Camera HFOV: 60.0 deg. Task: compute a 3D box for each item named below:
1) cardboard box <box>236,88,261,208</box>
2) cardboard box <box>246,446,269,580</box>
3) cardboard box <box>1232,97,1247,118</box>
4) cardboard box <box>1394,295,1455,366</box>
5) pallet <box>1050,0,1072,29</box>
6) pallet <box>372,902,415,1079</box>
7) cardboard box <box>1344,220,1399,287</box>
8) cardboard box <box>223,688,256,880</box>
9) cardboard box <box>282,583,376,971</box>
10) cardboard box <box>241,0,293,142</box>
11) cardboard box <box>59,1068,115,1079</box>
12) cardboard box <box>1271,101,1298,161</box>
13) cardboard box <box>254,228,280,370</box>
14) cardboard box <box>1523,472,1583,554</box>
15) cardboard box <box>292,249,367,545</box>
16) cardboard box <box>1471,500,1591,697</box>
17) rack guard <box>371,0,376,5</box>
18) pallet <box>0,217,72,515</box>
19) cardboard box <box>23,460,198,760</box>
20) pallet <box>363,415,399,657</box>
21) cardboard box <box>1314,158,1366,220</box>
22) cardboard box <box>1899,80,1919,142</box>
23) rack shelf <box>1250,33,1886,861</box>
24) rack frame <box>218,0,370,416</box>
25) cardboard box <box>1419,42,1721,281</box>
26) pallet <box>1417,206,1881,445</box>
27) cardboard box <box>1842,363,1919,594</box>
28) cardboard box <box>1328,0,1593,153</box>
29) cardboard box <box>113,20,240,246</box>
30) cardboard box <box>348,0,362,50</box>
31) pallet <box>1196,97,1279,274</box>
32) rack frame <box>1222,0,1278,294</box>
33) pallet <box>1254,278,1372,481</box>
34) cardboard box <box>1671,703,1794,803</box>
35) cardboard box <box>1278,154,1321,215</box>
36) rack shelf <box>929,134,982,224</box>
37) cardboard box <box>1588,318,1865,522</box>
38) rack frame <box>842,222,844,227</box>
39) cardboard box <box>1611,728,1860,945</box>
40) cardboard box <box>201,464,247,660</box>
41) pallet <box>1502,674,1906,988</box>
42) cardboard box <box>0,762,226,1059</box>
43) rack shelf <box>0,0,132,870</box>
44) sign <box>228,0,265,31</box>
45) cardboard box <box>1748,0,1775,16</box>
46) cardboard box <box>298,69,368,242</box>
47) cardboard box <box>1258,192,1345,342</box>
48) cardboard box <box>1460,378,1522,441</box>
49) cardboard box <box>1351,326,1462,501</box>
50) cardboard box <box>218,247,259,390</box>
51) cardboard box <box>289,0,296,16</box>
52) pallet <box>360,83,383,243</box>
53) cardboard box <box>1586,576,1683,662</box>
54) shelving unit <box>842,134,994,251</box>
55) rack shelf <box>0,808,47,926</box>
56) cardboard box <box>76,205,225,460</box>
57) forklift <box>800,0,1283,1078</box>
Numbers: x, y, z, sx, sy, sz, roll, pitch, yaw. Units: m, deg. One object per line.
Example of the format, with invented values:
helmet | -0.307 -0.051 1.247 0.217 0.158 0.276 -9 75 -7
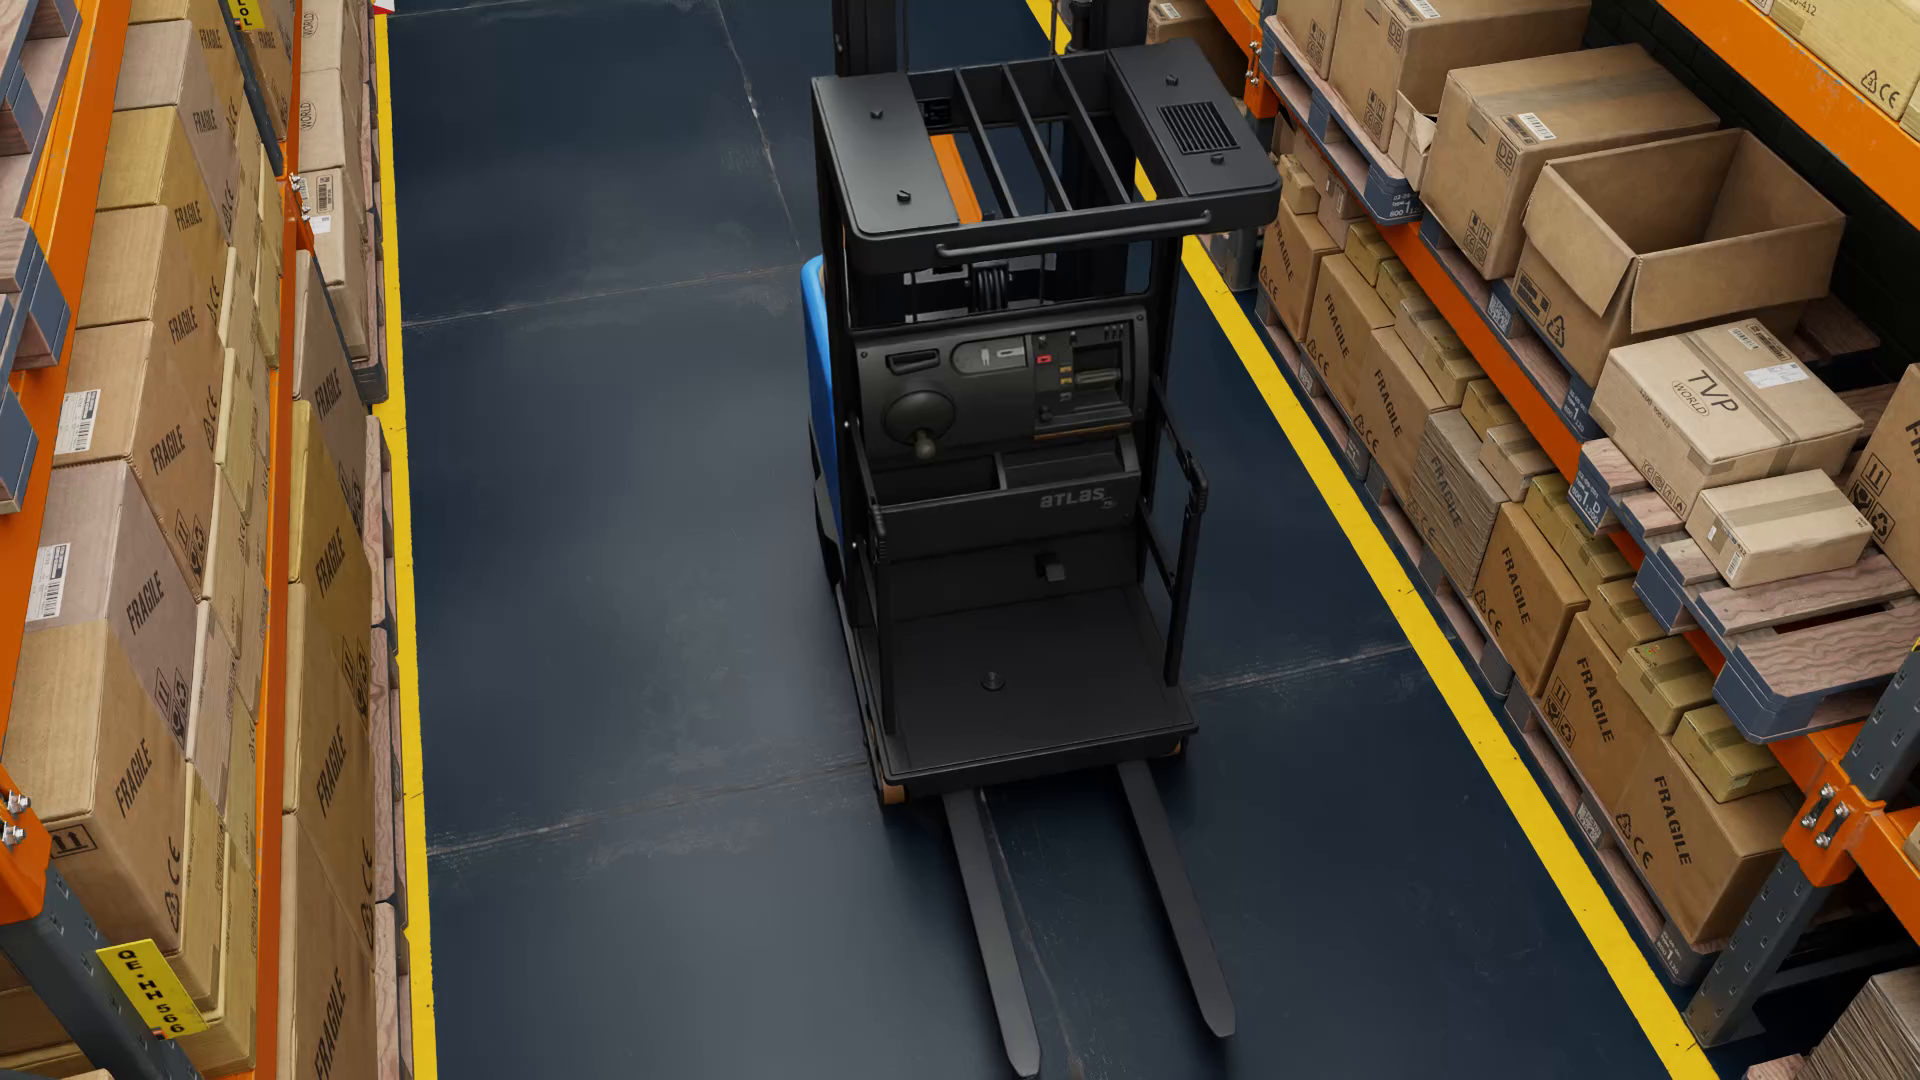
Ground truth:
cardboard box | -2.690 -1.305 5.684 0.500 0.250 0.500 -11 47 -10
cardboard box | -2.303 -0.067 4.820 0.500 0.250 0.500 -11 47 -10
cardboard box | 1.241 -2.120 8.348 0.396 0.266 0.258 -9 46 -9
cardboard box | 1.927 -0.837 6.472 0.380 0.149 0.250 -11 47 -10
pallet | 0.959 -3.535 10.067 1.003 0.211 1.213 -11 47 -10
pallet | -2.143 1.737 4.900 1.003 0.211 1.213 -11 47 -10
cardboard box | 1.816 -1.203 6.831 0.380 0.149 0.250 -13 47 -12
cardboard box | -2.045 0.637 4.131 0.500 0.250 0.500 -12 47 -11
cardboard box | -2.335 0.807 5.052 0.875 0.875 0.875 -10 46 -10
cardboard box | -2.905 -1.849 6.392 0.500 0.500 0.500 -9 46 -9
cardboard box | -1.629 1.296 2.807 0.500 0.500 0.500 -12 47 -11
cardboard box | 1.818 -2.058 8.255 0.500 0.311 0.500 -9 46 -9
cardboard box | -2.551 -0.775 5.514 0.500 0.250 0.500 -11 47 -11
cardboard box | 2.199 -0.120 5.769 0.380 0.149 0.250 -11 47 -11
cardboard box | -2.802 -0.432 6.267 0.875 0.875 0.875 -9 46 -9
cardboard box | 2.212 0.176 5.933 0.500 0.500 0.500 -9 46 -9
rack guard | -4.068 -3.346 9.679 1.175 0.500 0.348 -11 47 -10
pallet | -2.230 -0.099 2.779 1.213 0.211 1.003 -9 46 -8
cardboard box | -2.041 0.208 3.676 0.500 0.500 0.500 -11 47 -10
pallet | -2.768 0.052 6.551 1.003 0.211 1.213 -11 47 -10
cardboard box | 1.706 -1.489 6.903 0.380 0.149 0.250 -13 47 -12
cardboard box | 2.417 -0.898 3.535 0.500 0.250 0.500 -12 47 -12
rack shelf | 2.271 -0.720 5.859 1.077 0.370 4.000 -11 47 -10
rack frame | -3.038 -1.442 6.063 1.000 3.000 0.127 -11 47 -10
cardboard box | 2.000 -1.260 5.521 0.700 0.500 0.500 -11 47 -11
pallet | 2.281 -0.866 5.632 1.003 0.211 1.213 -11 47 -10
cardboard box | 2.802 -0.157 4.439 0.500 0.500 0.500 -9 46 -8
cardboard box | 1.799 -1.802 6.052 0.700 0.500 0.500 -10 46 -10
cardboard box | -2.542 -1.209 5.065 0.500 0.500 0.500 -10 46 -10
cardboard box | -3.797 -3.017 9.106 0.875 0.438 0.875 -12 47 -12
pallet | 1.584 -1.851 8.416 1.003 0.211 1.213 -11 47 -10
rack frame | 1.759 -2.353 6.955 1.000 3.000 0.127 -11 47 -10
pallet | 2.004 -0.822 7.408 1.003 0.211 1.213 -11 47 -10
cardboard box | 2.412 0.615 5.049 0.380 0.149 0.250 -13 47 -12
cardboard box | 1.594 -1.555 7.176 0.380 0.149 0.250 -9 46 -8
rack shelf | -0.221 -1.406 6.931 0.538 0.278 1.000 -9 46 -8
cardboard box | 2.200 -0.355 4.808 0.500 0.250 0.500 -13 47 -12
rack frame | -0.327 -1.556 7.488 0.500 1.125 0.032 -9 46 -8
cardboard box | 2.467 0.884 5.239 0.500 0.500 0.500 -9 46 -9
cardboard box | -2.152 0.098 4.308 0.500 0.250 0.500 -11 47 -10
pallet | 2.628 0.863 5.757 1.003 0.211 1.213 -11 47 -10
cardboard box | -1.905 0.802 3.619 0.500 0.250 0.500 -11 47 -11
rack shelf | -2.526 -0.860 3.896 1.077 0.370 4.000 -11 47 -10
sign | -2.516 -1.926 5.782 0.100 0.325 0.005 -11 47 -10
cardboard box | 2.159 -1.591 4.213 0.500 0.250 0.500 -11 47 -10
cardboard box | -3.325 -1.764 7.878 0.875 0.438 0.875 -12 47 -11
cardboard box | 1.665 -1.250 7.331 0.500 0.500 0.500 -9 46 -9
cardboard box | 2.086 -0.484 6.126 0.380 0.149 0.250 -11 47 -10
cardboard box | 1.935 -0.538 6.634 0.500 0.500 0.500 -12 47 -11
cardboard box | -2.417 -0.605 4.997 0.500 0.250 0.500 -10 46 -9
cardboard box | -3.151 -2.542 7.071 0.500 0.500 0.500 -10 47 -10
pallet | -3.473 -1.850 8.415 1.003 0.211 1.213 -11 47 -10
cardboard box | 2.287 0.243 5.414 0.380 0.149 0.250 -12 47 -12
shelving unit | -0.221 -1.201 7.140 0.538 1.125 1.048 -9 46 -8
rack shelf | -1.502 1.902 1.189 1.077 0.370 4.000 -11 47 -10
cardboard box | -2.284 -0.501 4.370 0.500 0.500 0.500 -10 46 -10
forklift | 0.188 -0.396 5.086 1.130 2.935 3.031 -9 46 -8
